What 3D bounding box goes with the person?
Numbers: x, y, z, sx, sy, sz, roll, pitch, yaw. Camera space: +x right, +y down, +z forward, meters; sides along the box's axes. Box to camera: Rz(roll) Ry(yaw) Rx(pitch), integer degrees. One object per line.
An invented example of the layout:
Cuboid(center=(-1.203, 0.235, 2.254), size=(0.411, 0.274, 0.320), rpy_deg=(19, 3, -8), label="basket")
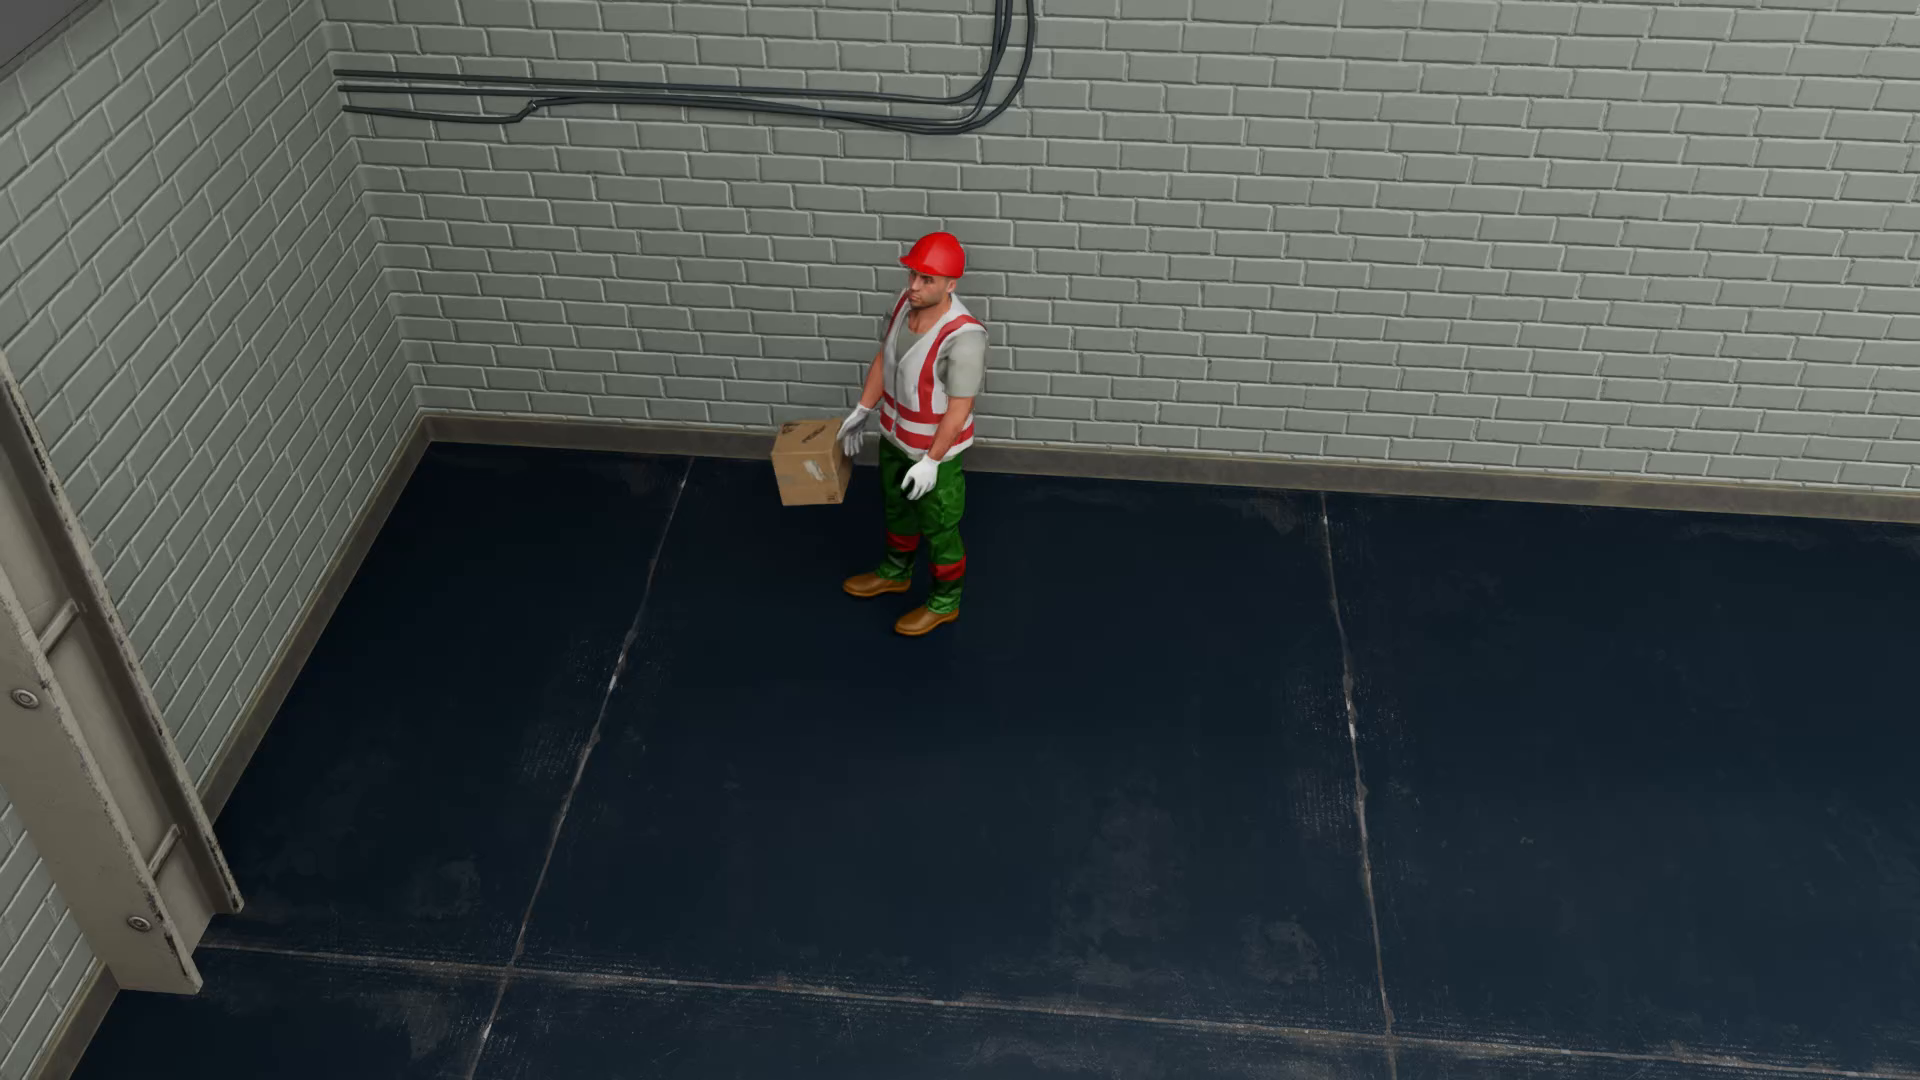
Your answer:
Cuboid(center=(-0.197, -0.395, 6.588), size=(0.463, 1.794, 0.591), rpy_deg=(-25, 46, -27), label="person")
